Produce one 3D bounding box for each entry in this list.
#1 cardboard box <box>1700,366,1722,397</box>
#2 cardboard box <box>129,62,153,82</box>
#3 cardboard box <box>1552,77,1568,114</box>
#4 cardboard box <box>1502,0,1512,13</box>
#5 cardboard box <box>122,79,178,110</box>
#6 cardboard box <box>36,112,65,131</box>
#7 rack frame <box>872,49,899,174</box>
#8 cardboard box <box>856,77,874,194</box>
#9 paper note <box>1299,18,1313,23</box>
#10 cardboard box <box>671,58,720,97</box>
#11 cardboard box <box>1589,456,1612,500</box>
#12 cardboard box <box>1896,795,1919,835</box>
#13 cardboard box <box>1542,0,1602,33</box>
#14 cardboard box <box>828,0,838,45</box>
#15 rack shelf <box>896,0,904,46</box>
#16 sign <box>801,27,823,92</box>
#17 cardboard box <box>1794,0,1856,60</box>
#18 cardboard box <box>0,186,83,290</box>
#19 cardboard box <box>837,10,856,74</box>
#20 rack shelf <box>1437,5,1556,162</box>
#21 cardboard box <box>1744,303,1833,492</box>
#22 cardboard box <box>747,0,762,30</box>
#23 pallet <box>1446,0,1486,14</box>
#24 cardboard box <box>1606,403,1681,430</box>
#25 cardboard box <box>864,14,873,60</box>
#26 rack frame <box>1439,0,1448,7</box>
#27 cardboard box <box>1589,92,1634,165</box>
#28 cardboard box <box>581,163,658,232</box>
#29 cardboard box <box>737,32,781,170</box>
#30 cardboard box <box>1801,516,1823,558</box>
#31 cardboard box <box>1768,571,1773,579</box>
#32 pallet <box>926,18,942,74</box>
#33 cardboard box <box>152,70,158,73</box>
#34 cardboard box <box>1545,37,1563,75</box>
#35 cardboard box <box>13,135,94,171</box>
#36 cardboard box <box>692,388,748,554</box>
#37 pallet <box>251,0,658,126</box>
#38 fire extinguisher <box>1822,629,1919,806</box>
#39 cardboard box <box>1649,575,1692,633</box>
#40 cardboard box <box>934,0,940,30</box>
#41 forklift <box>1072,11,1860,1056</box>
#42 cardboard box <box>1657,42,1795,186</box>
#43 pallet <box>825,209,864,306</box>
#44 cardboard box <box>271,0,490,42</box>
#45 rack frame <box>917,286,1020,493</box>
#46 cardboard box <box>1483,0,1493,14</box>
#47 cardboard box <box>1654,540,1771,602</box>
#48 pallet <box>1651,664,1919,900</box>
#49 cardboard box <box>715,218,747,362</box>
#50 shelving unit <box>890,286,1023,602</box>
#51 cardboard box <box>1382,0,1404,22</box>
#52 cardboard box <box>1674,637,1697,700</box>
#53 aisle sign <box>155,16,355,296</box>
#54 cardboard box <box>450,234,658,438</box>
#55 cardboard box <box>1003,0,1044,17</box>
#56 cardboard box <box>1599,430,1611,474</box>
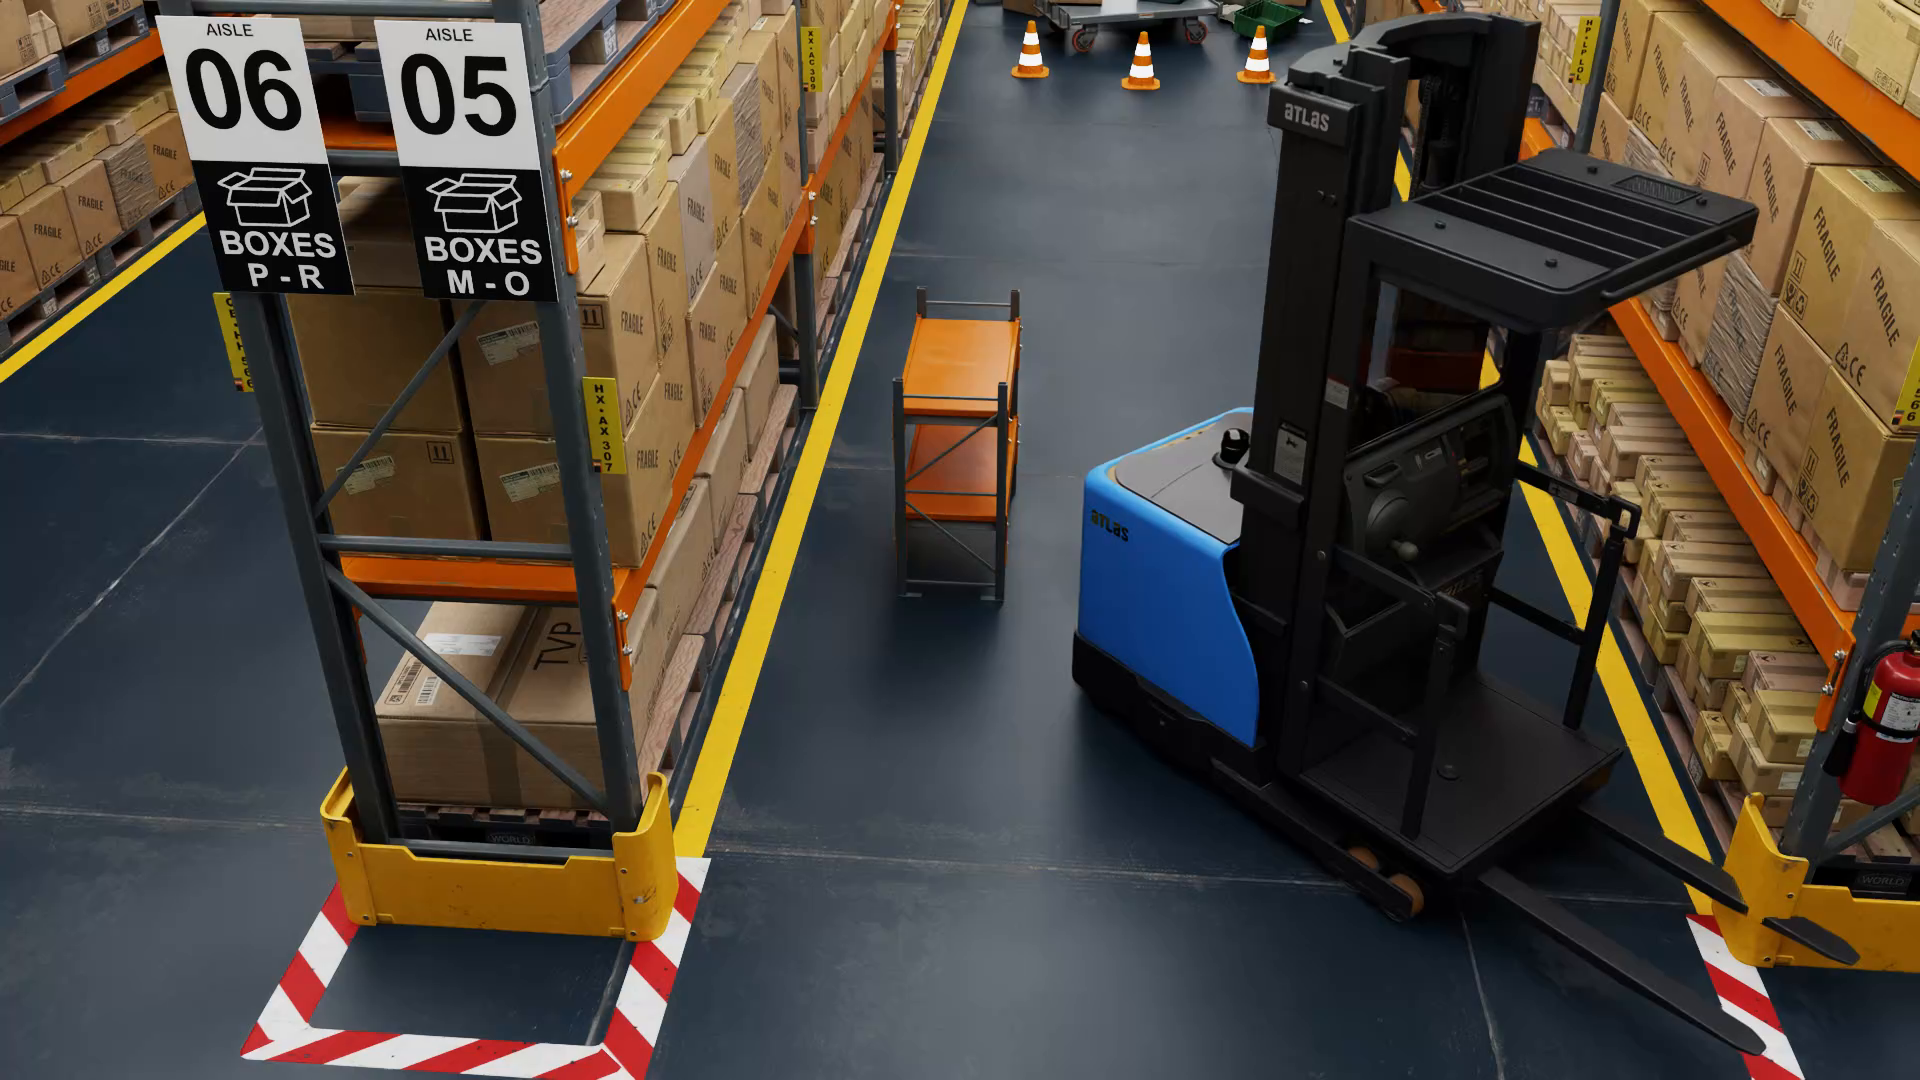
[{"bbox_3d":[3.253,-0.695,6.759,0.380,0.149,0.250,3,32,5],"label":"cardboard box"},{"bbox_3d":[-6.281,-3.494,12.424,0.380,0.149,0.250,4,32,7],"label":"cardboard box"},{"bbox_3d":[3.514,-2.456,9.216,0.380,0.149,0.250,2,32,4],"label":"cardboard box"},{"bbox_3d":[3.642,-3.404,10.471,0.380,0.149,0.250,3,32,4],"label":"cardboard box"},{"bbox_3d":[-5.772,-3.204,11.954,0.380,0.149,0.250,1,32,2],"label":"cardboard box"},{"bbox_3d":[-6.333,-2.815,11.323,0.380,0.149,0.250,3,32,4],"label":"cardboard box"},{"bbox_3d":[-0.980,-4.152,12.129,1.000,3.000,0.127,2,32,4],"label":"rack frame"},{"bbox_3d":[-1.119,-3.069,11.996,0.875,0.875,0.875,2,32,4],"label":"cardboard box"},{"bbox_3d":[3.439,-5.212,16.677,0.147,0.020,0.142,-20,37,-29],"label":"paper note"},{"bbox_3d":[-1.186,-1.836,6.703,0.380,0.149,0.250,2,32,4],"label":"cardboard box"},{"bbox_3d":[3.325,-0.284,8.169,0.380,0.149,0.250,2,32,3],"label":"cardboard box"},{"bbox_3d":[3.672,0.964,6.144,0.380,0.149,0.250,3,32,5],"label":"cardboard box"},{"bbox_3d":[3.563,-2.987,9.509,0.380,0.149,0.250,1,32,2],"label":"cardboard box"},{"bbox_3d":[-0.970,-3.014,9.233,0.500,0.500,0.500,2,32,4],"label":"cardboard box"},{"bbox_3d":[-0.817,-4.892,14.015,1.077,0.370,4.000,2,32,4],"label":"rack shelf"},{"bbox_3d":[-0.753,-2.440,8.450,0.100,0.325,0.005,2,32,4],"label":"sign"},{"bbox_3d":[3.172,-1.799,5.593,0.500,0.250,0.500,4,32,6],"label":"cardboard box"},{"bbox_3d":[-5.956,-1.908,10.469,0.500,0.500,0.500,2,32,3],"label":"cardboard box"},{"bbox_3d":[-0.907,-2.964,9.867,0.500,0.250,0.500,3,32,5],"label":"cardboard box"},{"bbox_3d":[3.799,-2.642,10.363,1.077,0.370,4.000,2,32,4],"label":"rack shelf"},{"bbox_3d":[3.137,-0.495,5.815,0.500,0.500,0.500,2,32,3],"label":"cardboard box"},{"bbox_3d":[-1.143,-2.497,7.776,0.380,0.149,0.250,3,32,5],"label":"cardboard box"},{"bbox_3d":[4.010,-3.535,11.310,1.213,0.211,1.003,2,32,4],"label":"pallet"},{"bbox_3d":[3.350,-0.536,8.011,0.380,0.149,0.250,2,32,3],"label":"cardboard box"},{"bbox_3d":[-0.846,-3.283,10.860,0.500,0.250,0.500,2,32,3],"label":"cardboard box"},{"bbox_3d":[3.962,-3.994,11.871,1.000,3.000,0.127,2,32,4],"label":"rack frame"},{"bbox_3d":[3.344,-1.823,7.970,0.500,0.500,0.500,2,32,3],"label":"cardboard box"},{"bbox_3d":[-1.241,-1.158,5.604,0.380,0.149,0.250,3,32,6],"label":"cardboard box"},{"bbox_3d":[-1.118,-2.005,7.597,0.500,0.500,0.500,2,32,3],"label":"cardboard box"},{"bbox_3d":[3.113,-0.015,5.654,0.380,0.149,0.250,2,32,4],"label":"cardboard box"},{"bbox_3d":[3.656,0.146,7.187,0.380,0.149,0.250,4,32,7],"label":"cardboard box"},{"bbox_3d":[-0.716,-4.650,15.594,1.003,0.211,1.213,2,32,4],"label":"pallet"},{"bbox_3d":[-6.241,-3.269,12.677,0.500,0.500,0.500,4,32,6],"label":"cardboard box"},{"bbox_3d":[3.533,-2.728,9.373,0.380,0.149,0.250,1,32,2],"label":"cardboard box"},{"bbox_3d":[-5.915,-2.523,10.849,0.380,0.149,0.250,4,32,6],"label":"cardboard box"},{"bbox_3d":[-1.536,-0.357,8.012,0.875,0.438,0.875,2,32,3],"label":"cardboard box"},{"bbox_3d":[-1.582,-1.597,5.207,1.003,0.211,1.213,2,32,4],"label":"pallet"},{"bbox_3d":[2.830,0.493,5.020,0.296,0.674,0.183,2,32,4],"label":"fire extinguisher"},{"bbox_3d":[3.139,0.266,6.992,0.380,0.149,0.250,3,32,5],"label":"cardboard box"},{"bbox_3d":[-0.695,-5.030,15.657,0.950,0.372,0.625,3,32,5],"label":"cardboard box"},{"bbox_3d":[1.801,-0.169,5.731,1.130,2.935,3.031,-23,38,-32],"label":"forklift"},{"bbox_3d":[3.257,-1.738,6.879,0.500,0.500,0.500,3,32,5],"label":"cardboard box"},{"bbox_3d":[-1.221,-1.920,11.164,1.003,0.211,1.213,2,32,4],"label":"pallet"},{"bbox_3d":[-1.685,-1.643,4.845,0.500,0.250,0.500,0,32,-1],"label":"cardboard box"},{"bbox_3d":[0.041,-0.741,8.380,0.500,1.125,0.032,2,32,4],"label":"rack frame"},{"bbox_3d":[3.681,-3.559,11.005,0.380,0.149,0.250,4,32,6],"label":"cardboard box"},{"bbox_3d":[3.124,0.138,6.917,0.380,0.149,0.250,4,32,6],"label":"cardboard box"},{"bbox_3d":[3.418,0.914,6.566,1.003,0.211,1.213,2,32,4],"label":"pallet"},{"bbox_3d":[-1.209,-1.044,6.990,0.500,0.500,0.500,3,32,6],"label":"cardboard box"},{"bbox_3d":[-0.001,-0.475,7.949,0.538,1.125,1.048,2,32,4],"label":"shelving unit"},{"bbox_3d":[4.244,-4.474,14.394,1.050,0.750,0.750,2,32,4],"label":"cardboard box"},{"bbox_3d":[3.180,0.537,6.836,0.380,0.149,0.250,3,32,4],"label":"cardboard box"},{"bbox_3d":[-1.946,-1.051,4.619,0.394,0.787,0.004,2,32,4],"label":"aisle sign"},{"bbox_3d":[-1.309,-0.676,5.440,0.500,0.500,0.500,2,32,3],"label":"cardboard box"},{"bbox_3d":[0.789,-5.683,16.993,0.500,0.500,0.500,27,41,37],"label":"cardboard box"},{"bbox_3d":[3.348,-0.412,8.093,0.380,0.149,0.250,1,32,1],"label":"cardboard box"}]
